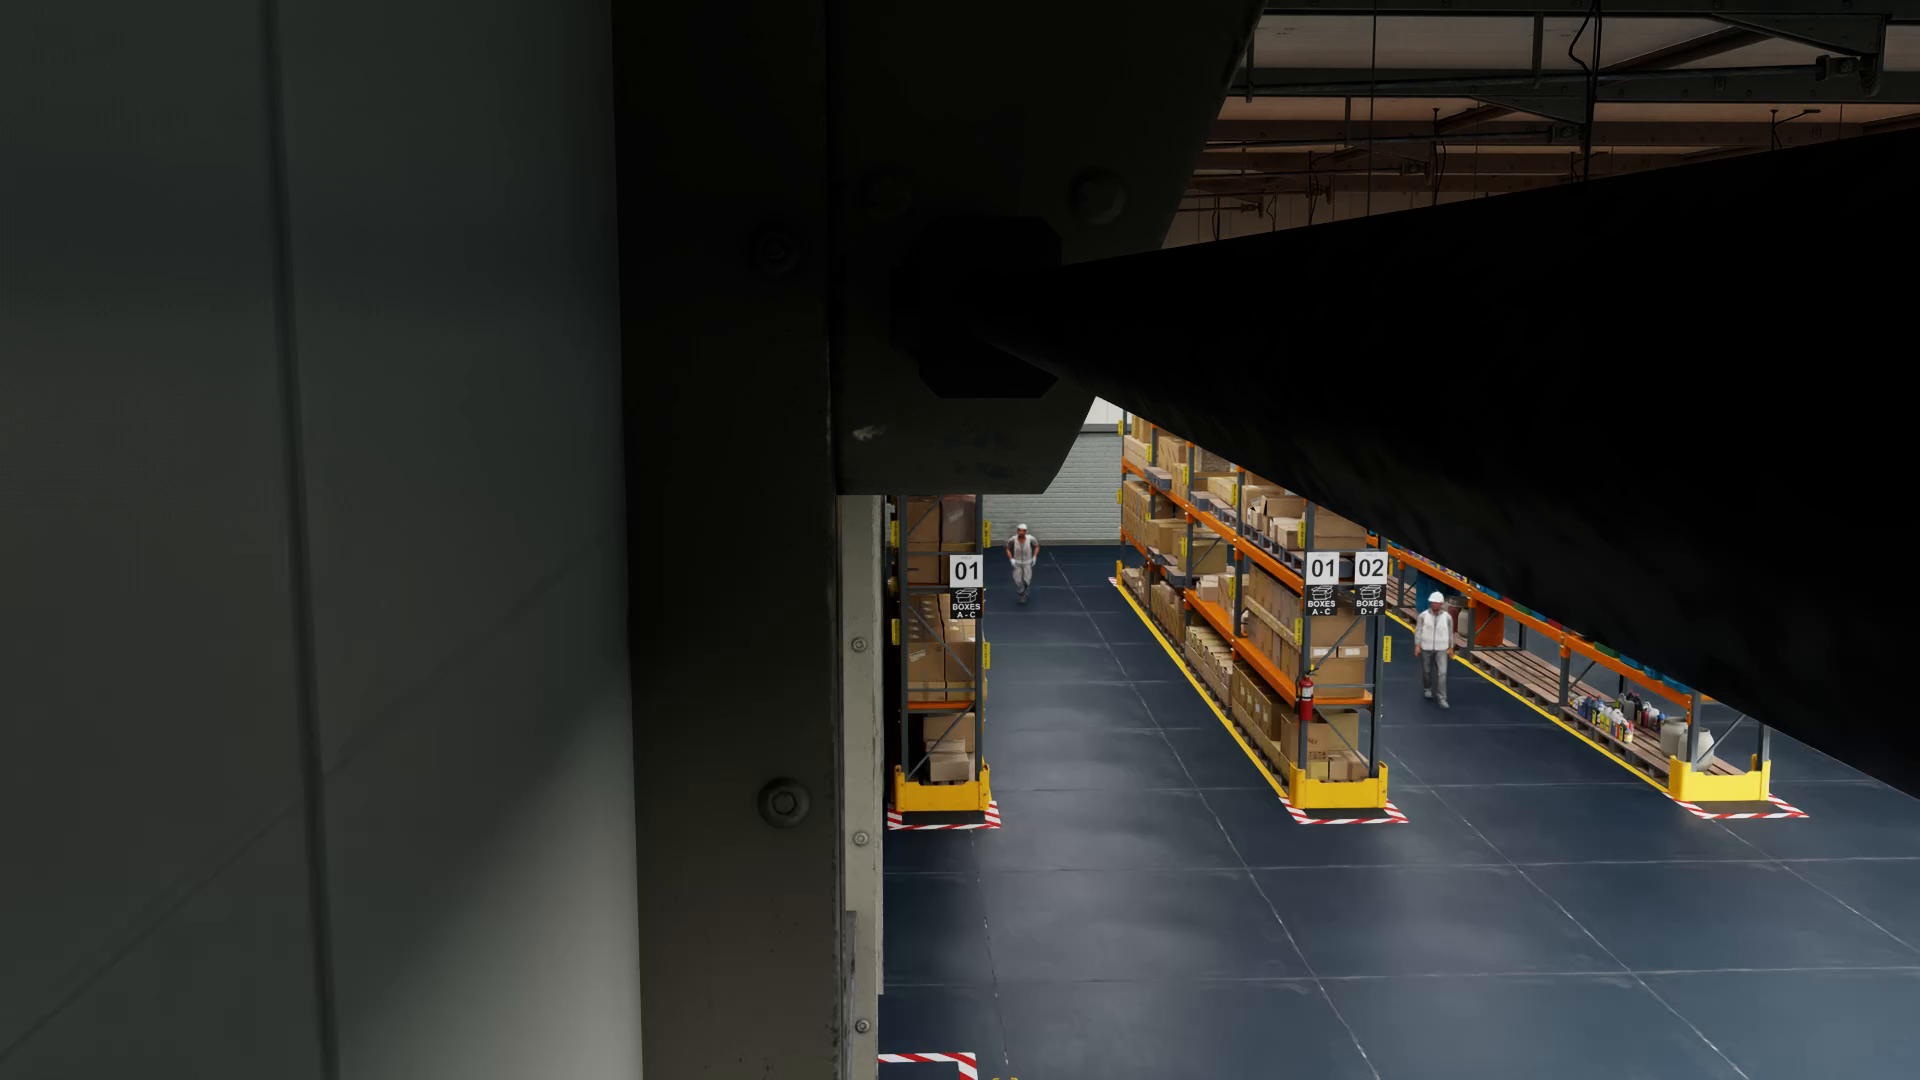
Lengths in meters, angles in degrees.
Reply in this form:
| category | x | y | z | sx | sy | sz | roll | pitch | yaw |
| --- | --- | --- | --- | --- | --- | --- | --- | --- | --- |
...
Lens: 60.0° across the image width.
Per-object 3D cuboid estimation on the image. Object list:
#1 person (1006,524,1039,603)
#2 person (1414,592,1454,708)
| category | x | y | z | sx | sy | sz | roll | pitch | yaw |
| --- | --- | --- | --- | --- | --- | --- | --- | --- | --- |
| person | 1.285 | 0.474 | 34.153 | 0.686 | 1.685 | 0.645 | 1 | 8 | 5 |
| person | 7.341 | 1.669 | 25.741 | 0.597 | 1.711 | 1.005 | 2 | 9 | 14 |
